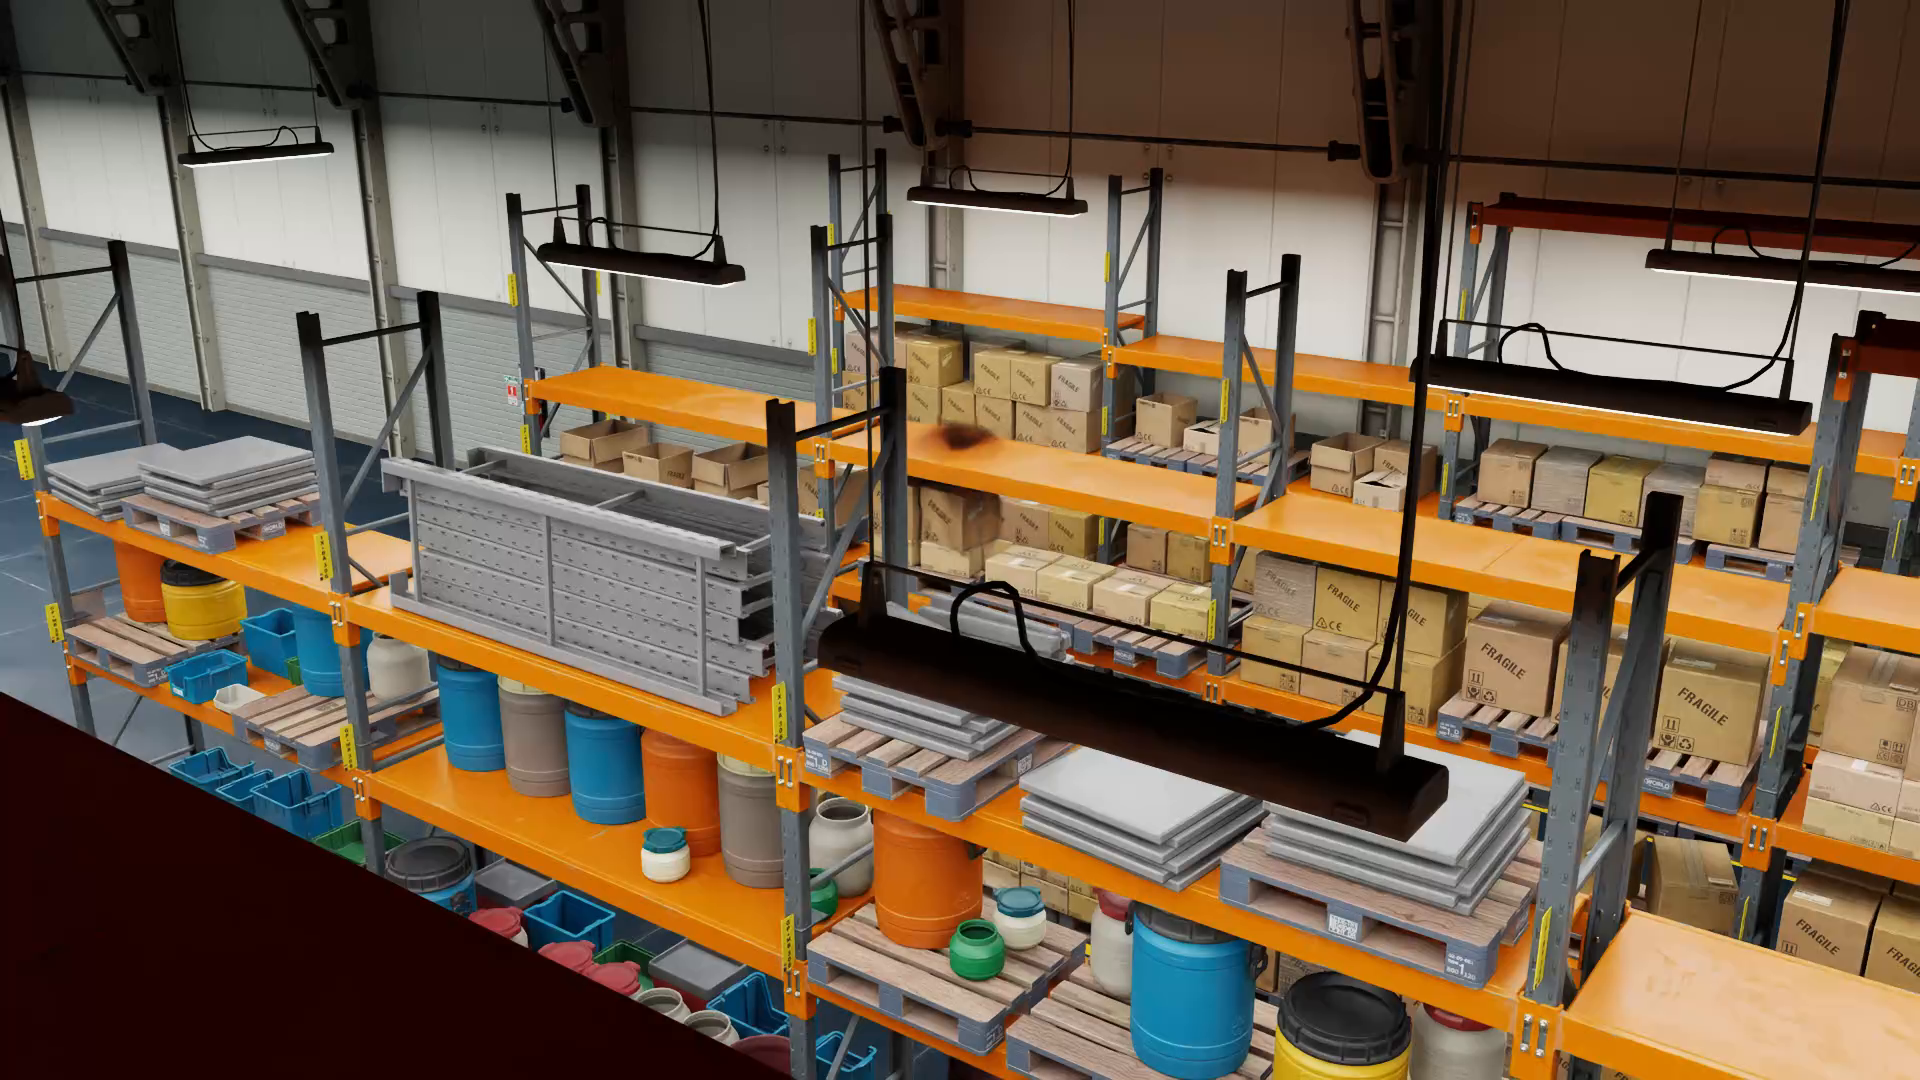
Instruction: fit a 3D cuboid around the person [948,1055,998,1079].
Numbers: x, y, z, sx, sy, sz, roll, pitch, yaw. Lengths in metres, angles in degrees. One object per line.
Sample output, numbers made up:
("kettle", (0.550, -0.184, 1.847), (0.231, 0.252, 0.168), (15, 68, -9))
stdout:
("person", (0.069, 3.628, 11.665), (0.945, 1.812, 0.594), (15, 23, 37))
